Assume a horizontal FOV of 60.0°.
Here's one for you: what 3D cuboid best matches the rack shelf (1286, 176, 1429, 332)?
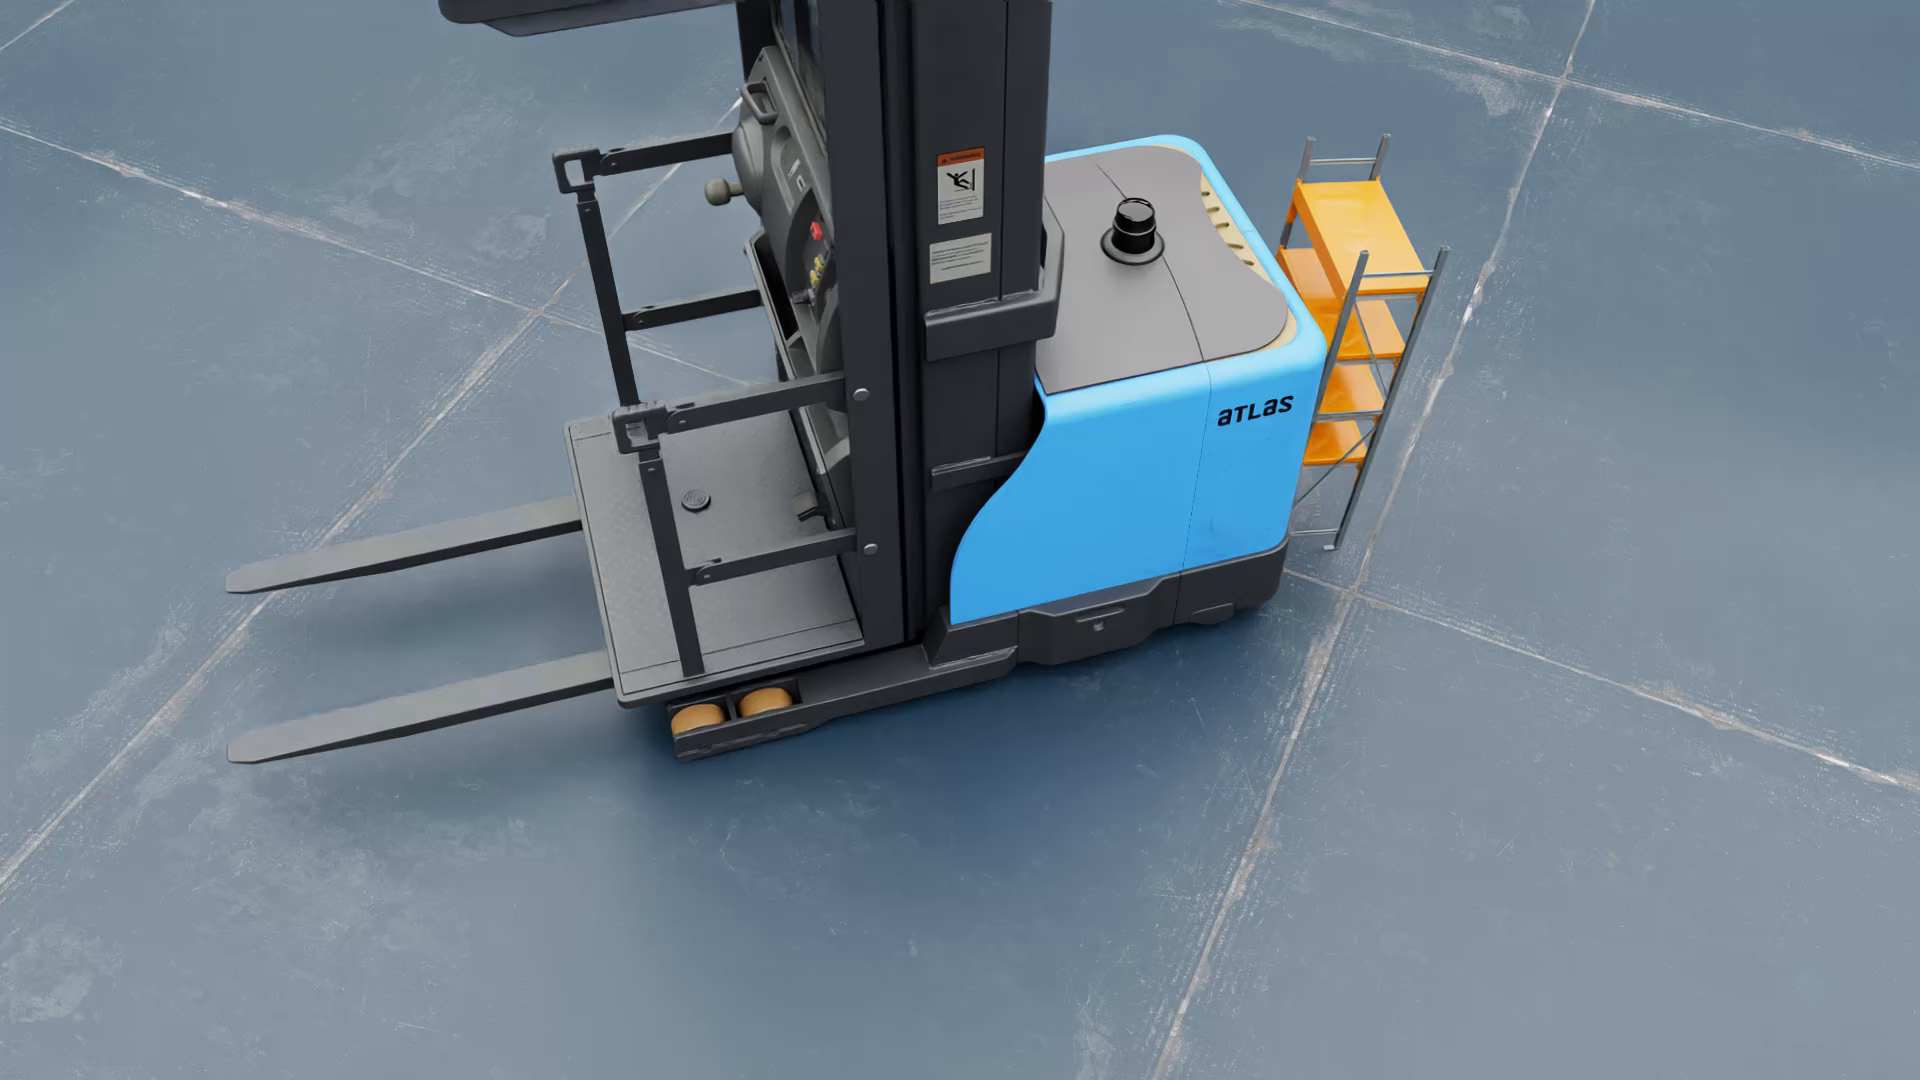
[{"bbox_3d":[1.104,-0.801,4.618,0.258,0.148,0.480,-4,50,-8],"label":"rack shelf"}]

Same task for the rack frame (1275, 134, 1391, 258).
[{"bbox_3d":[1.042,-0.728,5.070,0.240,1.200,0.015,-4,50,-8],"label":"rack frame"}]

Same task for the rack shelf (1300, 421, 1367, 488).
[{"bbox_3d":[1.060,-0.370,5.114,0.258,0.148,0.480,-4,50,-8],"label":"rack shelf"}]

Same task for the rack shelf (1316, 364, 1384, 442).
[{"bbox_3d":[1.073,-0.500,4.965,0.258,0.148,0.480,-4,50,-8],"label":"rack shelf"}]

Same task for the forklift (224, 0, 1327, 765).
[{"bbox_3d":[-0.606,-0.784,3.993,3.031,2.935,1.130,-13,51,-11],"label":"forklift"}]

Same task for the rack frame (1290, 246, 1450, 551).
[{"bbox_3d":[1.114,-0.360,4.758,0.240,1.200,0.015,-4,50,-8],"label":"rack frame"}]

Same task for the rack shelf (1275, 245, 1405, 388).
[{"bbox_3d":[1.088,-0.646,4.796,0.258,0.148,0.480,-4,50,-8],"label":"rack shelf"}]

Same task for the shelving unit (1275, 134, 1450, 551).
[{"bbox_3d":[1.078,-0.544,4.914,0.258,1.200,0.503,-4,50,-8],"label":"shelving unit"}]
